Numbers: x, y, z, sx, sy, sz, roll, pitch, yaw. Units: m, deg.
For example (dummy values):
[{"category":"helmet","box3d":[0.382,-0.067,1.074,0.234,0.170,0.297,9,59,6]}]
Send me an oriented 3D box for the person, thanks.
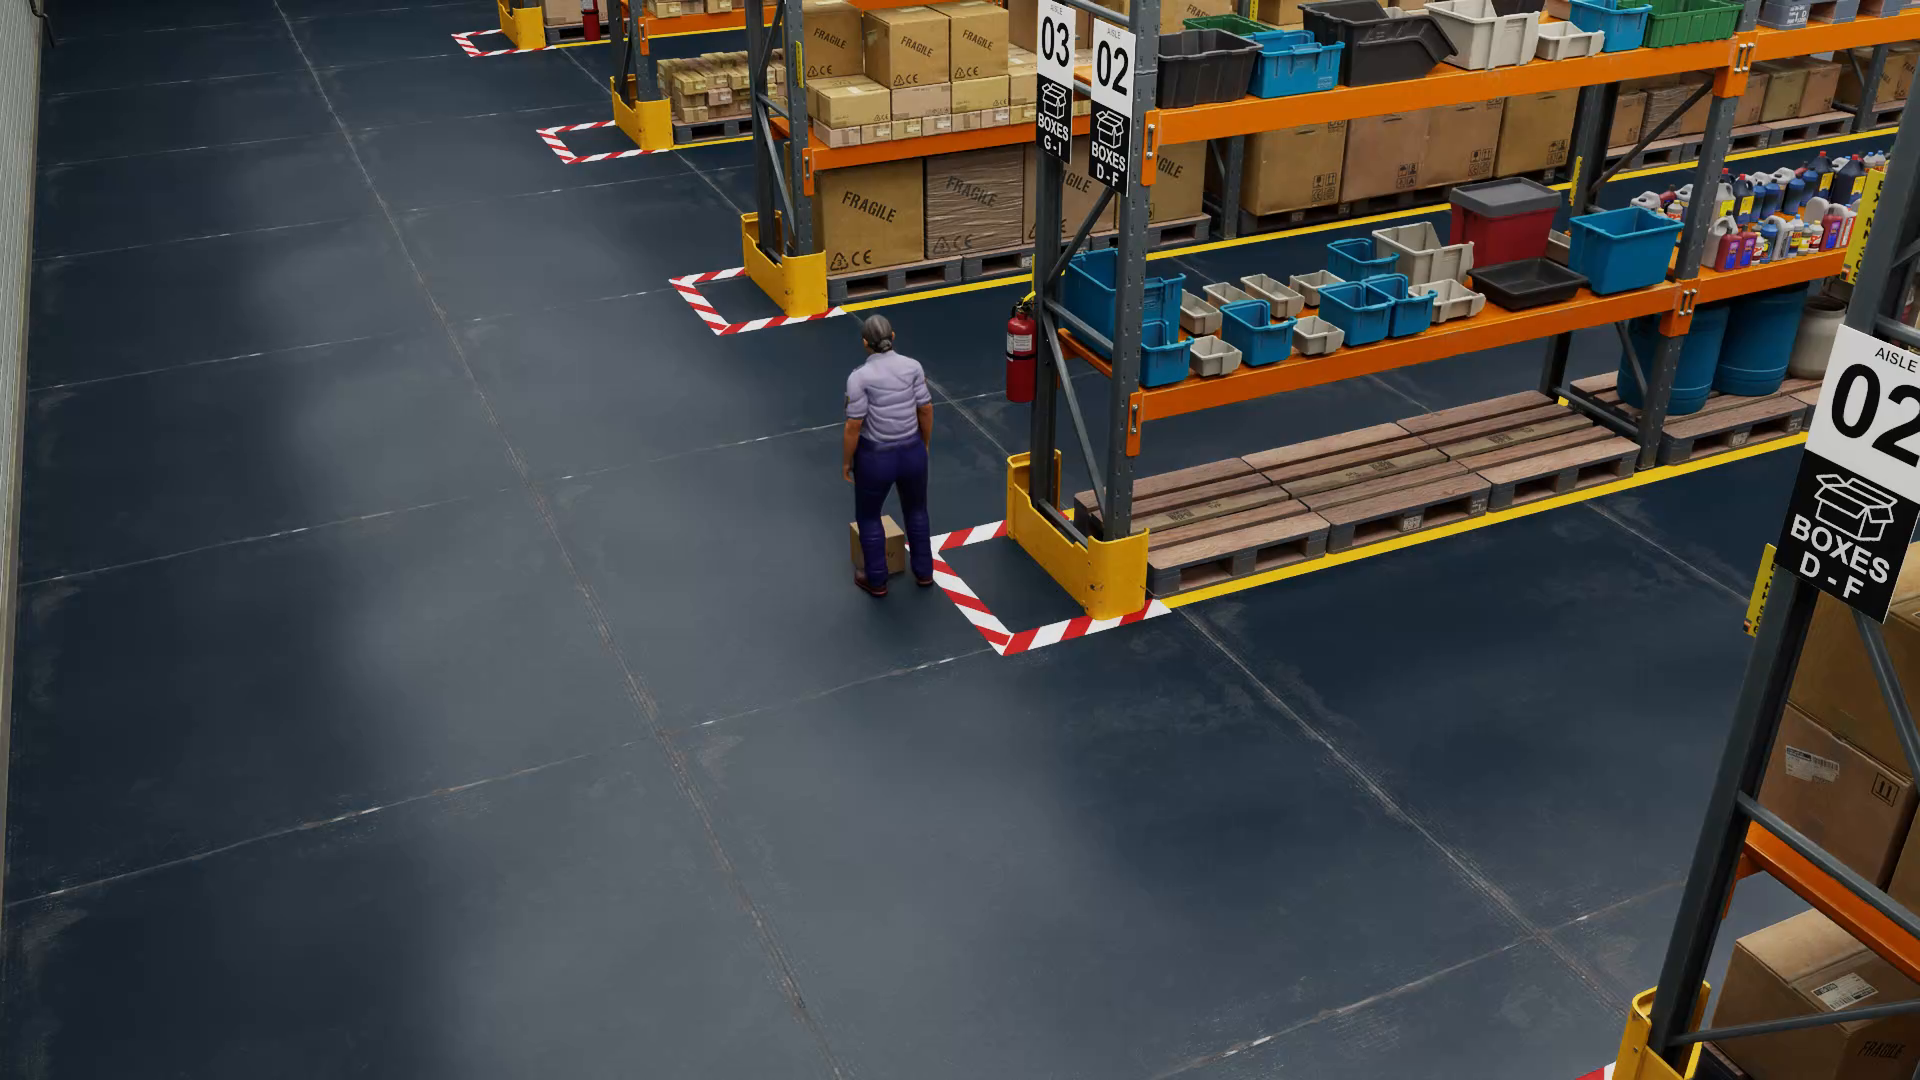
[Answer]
[{"category":"person","box3d":[-0.388,-0.462,9.265,0.564,1.652,0.368,-13,32,-22]}]
